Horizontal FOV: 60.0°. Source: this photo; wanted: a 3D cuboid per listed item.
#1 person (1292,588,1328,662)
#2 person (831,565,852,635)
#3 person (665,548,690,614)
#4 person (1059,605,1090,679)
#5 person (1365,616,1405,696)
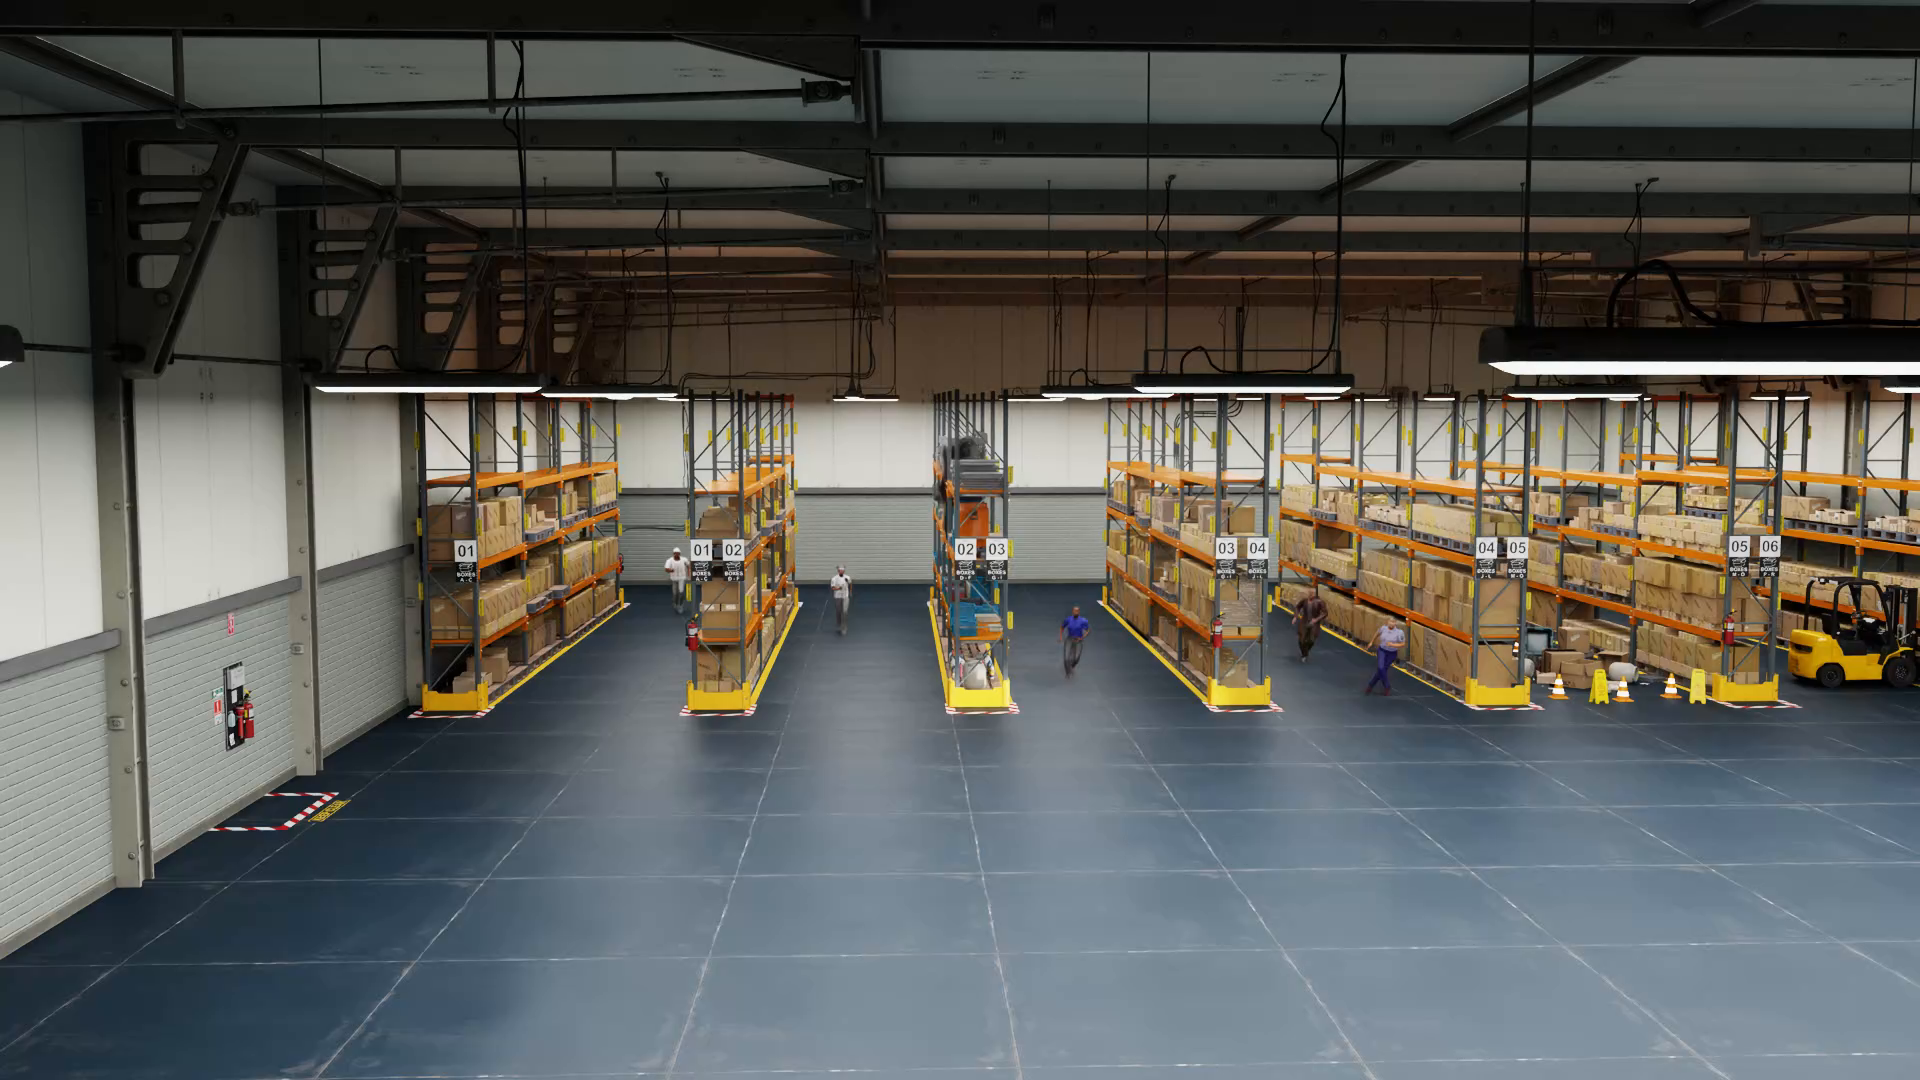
[{"bbox_3d":[7.791,1.889,37.022,0.799,1.687,0.581,1,5,17],"label":"person"},{"bbox_3d":[-2.967,1.477,41.625,0.541,1.740,0.862,0,5,-5],"label":"person"},{"bbox_3d":[-7.764,1.116,45.708,0.664,1.823,0.853,0,5,-6],"label":"person"},{"bbox_3d":[2.393,2.136,34.736,0.649,1.565,0.514,0,5,6],"label":"person"},{"bbox_3d":[8.387,2.254,32.784,0.729,1.567,0.680,1,5,11],"label":"person"}]
